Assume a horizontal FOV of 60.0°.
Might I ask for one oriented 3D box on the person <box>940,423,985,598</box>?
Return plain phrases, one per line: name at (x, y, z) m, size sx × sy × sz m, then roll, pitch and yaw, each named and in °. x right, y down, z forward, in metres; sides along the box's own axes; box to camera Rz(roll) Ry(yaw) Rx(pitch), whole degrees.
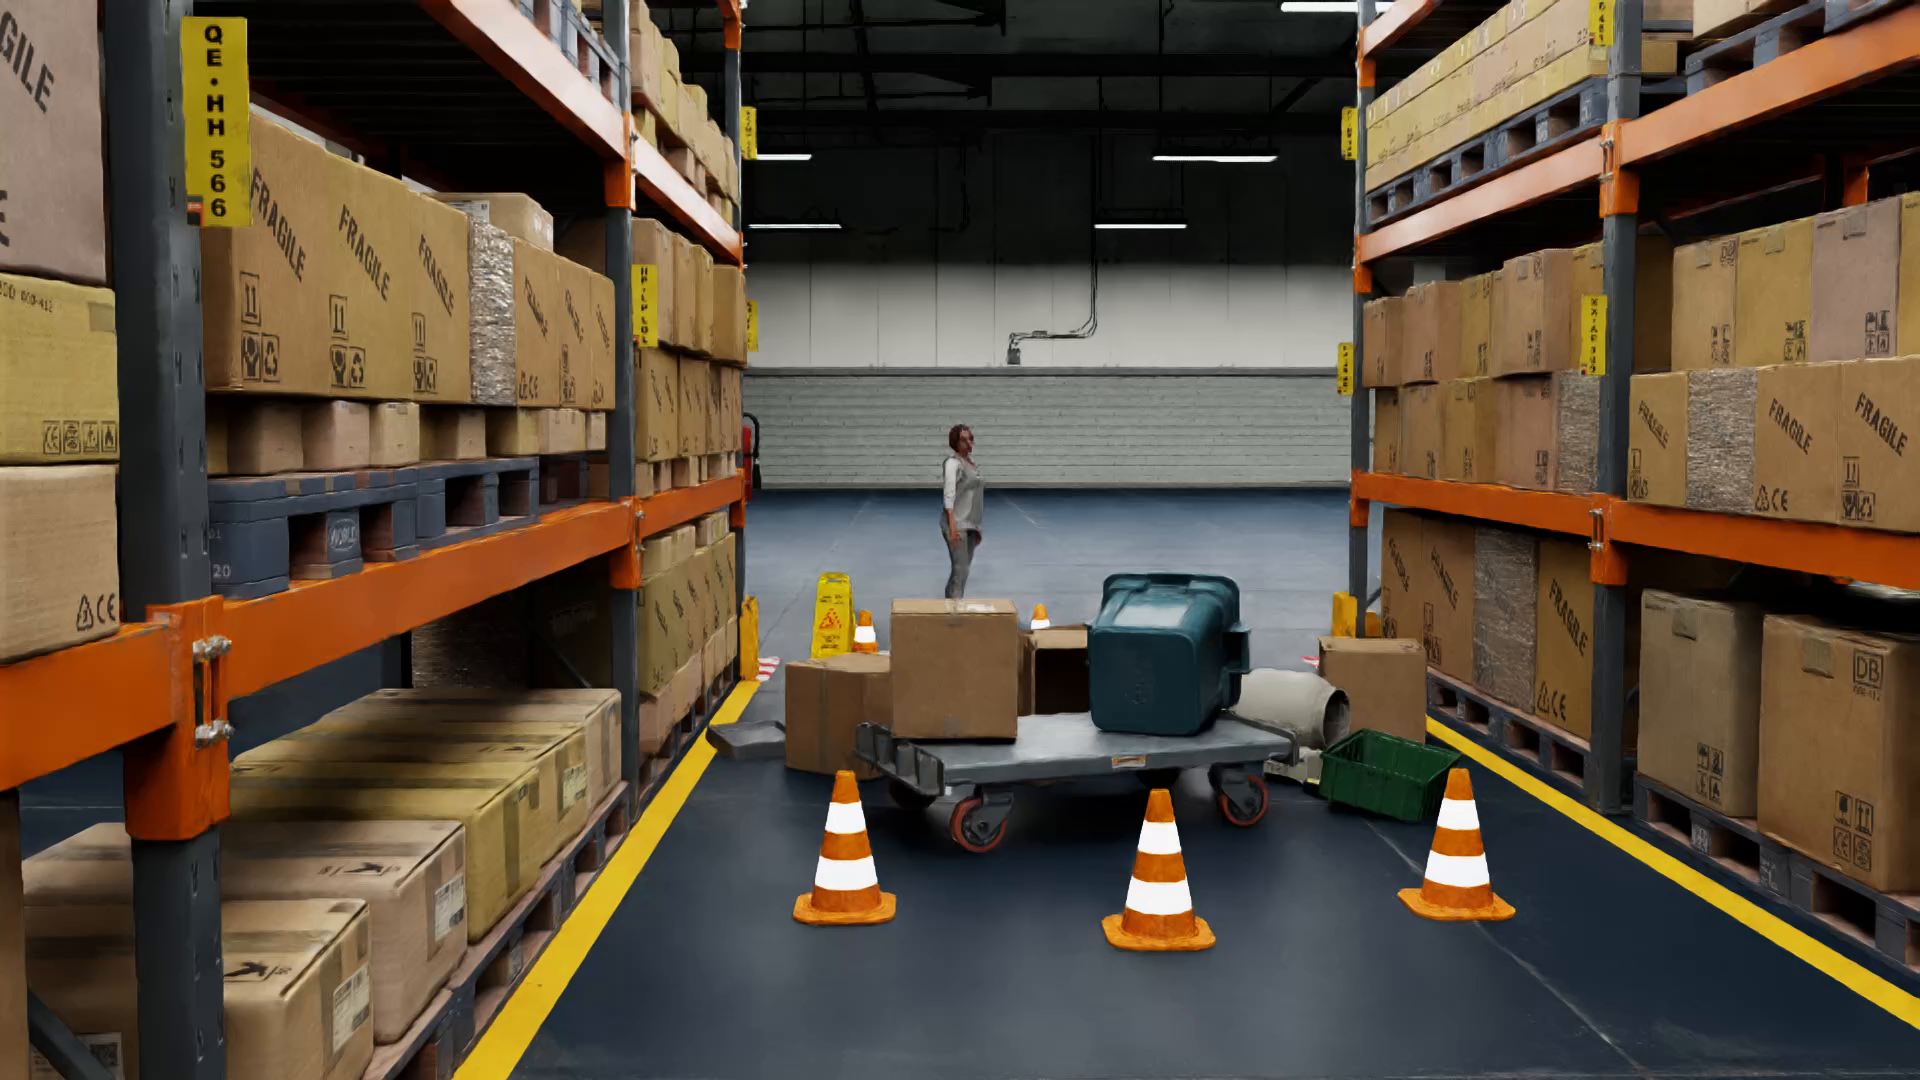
person at (0.034, -0.075, 12.515) m, size 0.345 × 1.602 × 0.513 m, roll 2°, pitch 4°, yaw 21°
